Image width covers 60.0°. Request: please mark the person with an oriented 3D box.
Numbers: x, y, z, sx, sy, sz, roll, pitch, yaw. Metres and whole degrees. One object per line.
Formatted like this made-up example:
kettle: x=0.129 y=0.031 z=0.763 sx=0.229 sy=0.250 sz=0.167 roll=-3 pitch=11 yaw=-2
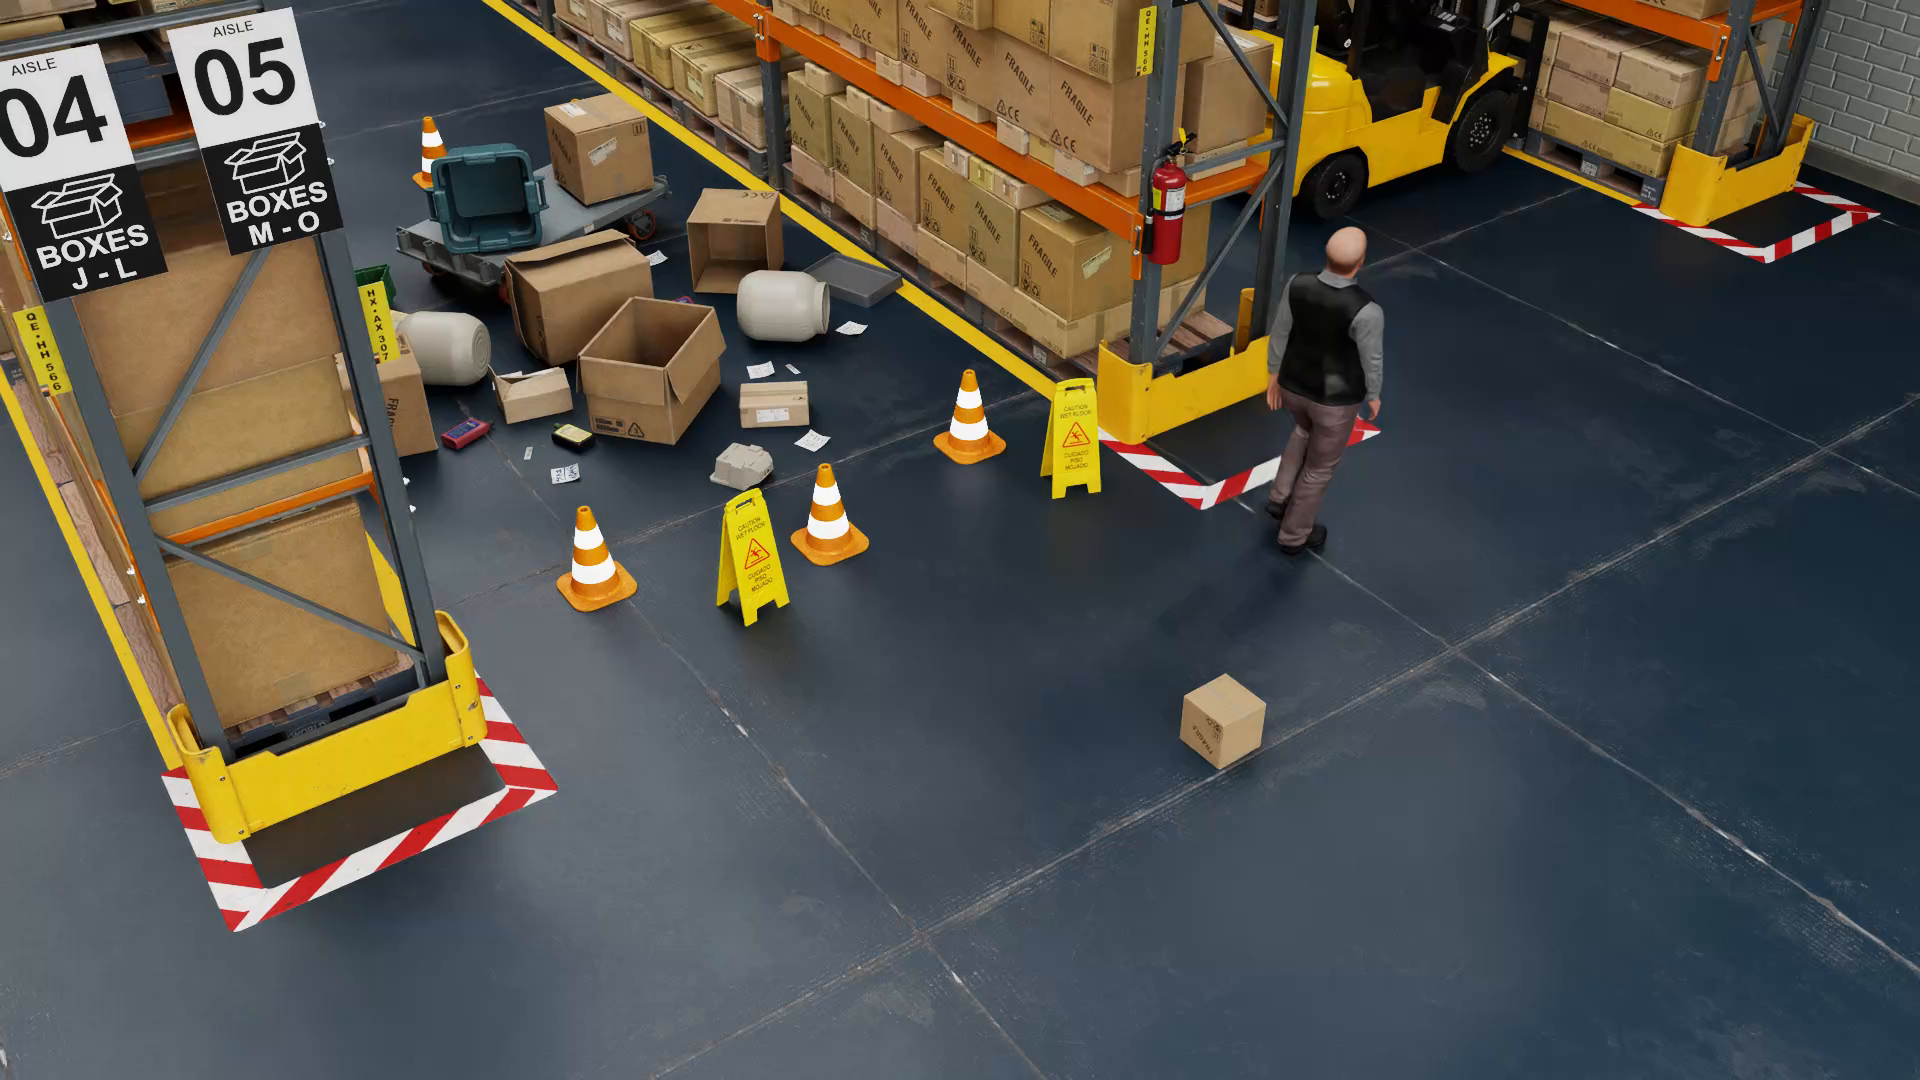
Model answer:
person: x=1.753 y=-0.700 z=7.974 sx=0.483 sy=1.755 sz=0.546 roll=-28 pitch=45 yaw=-33
